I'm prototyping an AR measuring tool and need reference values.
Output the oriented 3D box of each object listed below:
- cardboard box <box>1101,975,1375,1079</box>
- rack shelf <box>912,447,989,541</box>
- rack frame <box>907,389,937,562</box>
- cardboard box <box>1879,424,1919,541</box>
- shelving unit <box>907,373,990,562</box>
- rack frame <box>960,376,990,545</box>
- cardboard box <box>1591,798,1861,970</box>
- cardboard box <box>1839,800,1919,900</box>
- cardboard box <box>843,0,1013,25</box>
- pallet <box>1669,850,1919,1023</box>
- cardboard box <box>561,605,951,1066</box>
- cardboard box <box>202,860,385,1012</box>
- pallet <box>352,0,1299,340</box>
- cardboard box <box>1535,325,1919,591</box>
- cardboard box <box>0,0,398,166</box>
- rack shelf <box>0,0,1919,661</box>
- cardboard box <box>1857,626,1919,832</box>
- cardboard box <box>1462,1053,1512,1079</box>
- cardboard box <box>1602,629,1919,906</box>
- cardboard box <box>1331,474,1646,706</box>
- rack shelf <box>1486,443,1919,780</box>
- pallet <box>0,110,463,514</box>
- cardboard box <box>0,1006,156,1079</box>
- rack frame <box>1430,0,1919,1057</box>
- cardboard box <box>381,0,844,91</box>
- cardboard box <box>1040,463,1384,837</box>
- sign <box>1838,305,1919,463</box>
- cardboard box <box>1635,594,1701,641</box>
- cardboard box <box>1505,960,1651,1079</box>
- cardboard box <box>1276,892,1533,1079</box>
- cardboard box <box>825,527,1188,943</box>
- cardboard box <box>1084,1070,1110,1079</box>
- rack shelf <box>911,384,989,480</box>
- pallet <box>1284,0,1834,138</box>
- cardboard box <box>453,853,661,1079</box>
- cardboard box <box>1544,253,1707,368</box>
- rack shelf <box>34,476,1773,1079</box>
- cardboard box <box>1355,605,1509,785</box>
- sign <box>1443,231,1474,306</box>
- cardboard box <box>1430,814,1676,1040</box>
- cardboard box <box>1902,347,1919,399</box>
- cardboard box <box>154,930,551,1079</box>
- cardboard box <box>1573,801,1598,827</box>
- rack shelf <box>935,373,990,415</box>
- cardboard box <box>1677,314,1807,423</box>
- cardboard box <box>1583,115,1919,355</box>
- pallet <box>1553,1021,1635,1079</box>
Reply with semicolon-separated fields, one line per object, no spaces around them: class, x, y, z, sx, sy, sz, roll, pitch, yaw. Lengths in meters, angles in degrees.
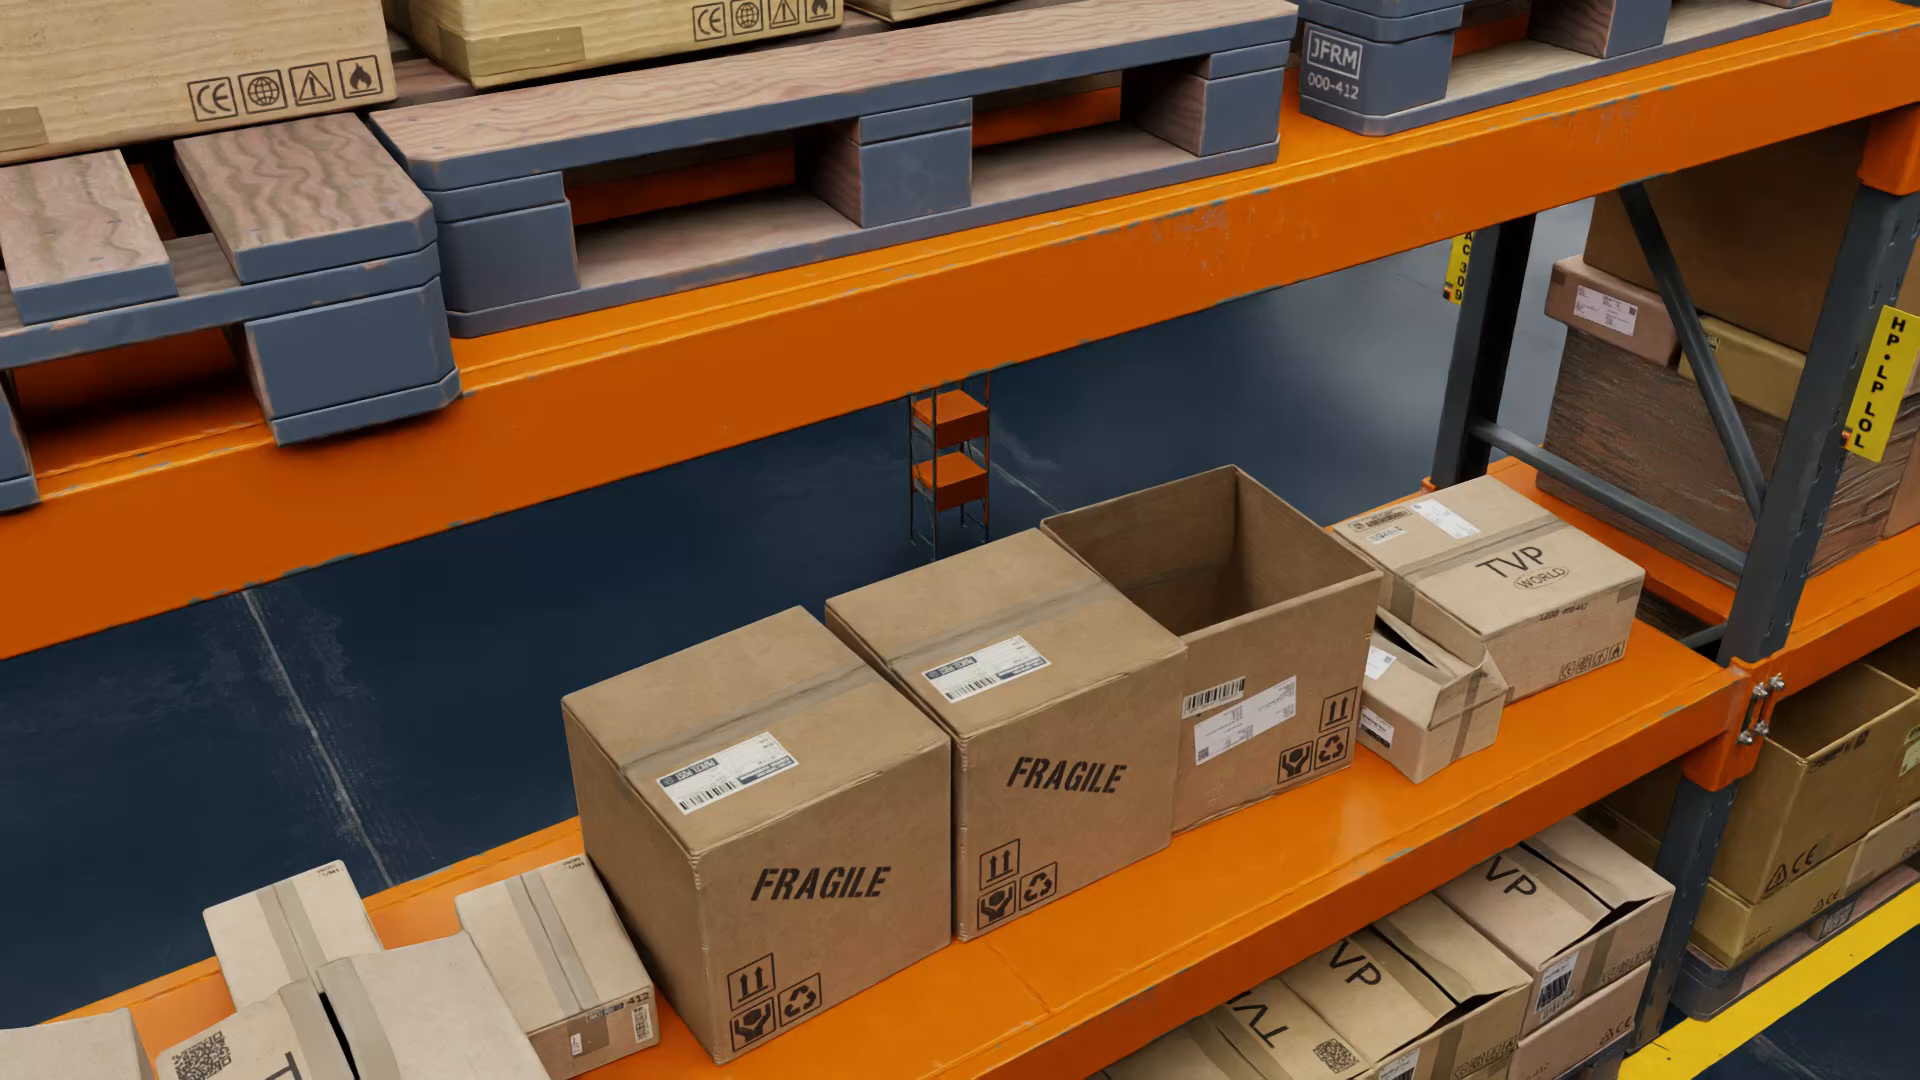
cardboard box;0.560;1.185;3.718;0.500;0.311;0.500;-19;37;-27
rack shelf;-0.045;-0.185;6.599;0.240;0.259;0.215;-19;37;-27
rack frame;-0.148;-0.393;6.389;0.008;1.050;0.200;-19;37;-27
cardboard box;2.409;-0.434;4.533;0.500;0.500;0.700;-19;37;-28
shelving unit;-0.045;-0.429;6.445;0.252;1.050;0.215;-19;37;-27
rack frame;0.058;-0.464;6.501;0.008;1.050;0.200;-19;37;-27
cardboard box;2.153;0.882;4.724;0.500;0.250;0.500;-19;37;-27
cardboard box;2.576;0.740;4.950;0.500;0.250;0.500;-19;37;-27
cardboard box;-0.041;-0.963;2.401;0.500;0.250;0.500;-22;39;-31
pallet;2.290;0.863;5.184;1.213;0.211;1.003;-19;37;-27
cardboard box;-0.361;0.516;3.026;0.500;0.500;0.500;-21;38;-30
cardboard box;-1.156;0.773;2.948;0.250;0.149;0.380;-19;37;-27
pallet;-0.302;-0.699;2.412;1.213;0.211;1.003;-17;36;-25
cardboard box;1.969;-0.279;4.287;0.500;0.500;0.700;-20;37;-28
cardboard box;-0.981;-0.648;1.901;0.500;0.250;0.500;-18;36;-26
rack shelf;-0.082;-0.492;2.581;4.000;0.370;1.077;-19;37;-27
cardboard box;2.575;0.421;4.752;0.500;0.500;0.500;-19;37;-27
cardboard box;0.982;1.275;4.100;0.500;0.250;0.500;-20;37;-28
cardboard box;2.159;0.569;4.517;0.500;0.500;0.500;-19;37;-27
cardboard box;1.209;0.120;3.889;0.500;0.250;0.500;-17;36;-24
rack shelf;3.280;-0.379;5.214;4.000;0.370;1.077;-19;37;-27
pallet;-1.241;-0.374;1.897;1.003;0.211;1.213;-17;36;-25
cardboard box;-1.433;1.003;2.432;0.500;0.311;0.500;-17;36;-24
rack frame;1.599;-0.105;4.106;0.127;3.000;1.000;-19;37;-27
cardboard box;-0.494;-0.808;2.155;0.500;0.250;0.500;-20;37;-28
cardboard box;0.502;0.219;3.497;0.500;0.500;0.500;-16;36;-24
sign;1.902;-0.321;3.436;0.005;0.325;0.100;-19;37;-27
cardboard box;2.297;0.191;5.116;0.500;0.500;0.500;-19;37;-27
cardboard box;1.408;1.130;4.331;0.500;0.250;0.500;-19;37;-28
cardboard box;0.980;1.042;3.945;0.500;0.311;0.500;-18;36;-26
cardboard box;0.081;0.364;3.268;0.500;0.500;0.500;-19;37;-27
cardboard box;0.135;1.328;3.491;0.500;0.311;0.500;-19;37;-28
rack shelf;-0.045;-0.420;6.451;0.240;0.259;0.215;-19;37;-27
pallet;0.865;-1.032;2.943;1.217;0.209;0.805;-21;38;-29
cardboard box;-0.721;0.763;2.964;0.250;0.149;0.380;-16;36;-24
cardboard box;1.712;-0.597;4.183;0.250;0.149;0.380;-19;37;-27
rack shelf;-0.082;0.777;3.381;4.000;0.370;1.077;-19;37;-27
cardboard box;0.960;0.288;3.608;0.258;0.266;0.396;-20;37;-28
sign;1.297;-0.753;4.247;0.005;0.325;0.100;-19;37;-27
cardboard box;1.414;0.888;4.188;0.500;0.311;0.500;-19;37;-27
cardboard box;2.141;-0.485;4.006;0.250;0.149;0.380;-18;37;-27
cardboard box;-0.906;0.917;2.568;0.500;0.311;0.500;-19;37;-28
cardboard box;1.871;0.648;5.095;0.500;0.250;0.500;-19;37;-27
rack shelf;-0.045;-0.660;6.300;0.240;0.259;0.215;-19;37;-27
cardboard box;1.930;-0.413;3.891;0.250;0.149;0.380;-19;37;-27
cardboard box;1.969;-0.827;3.941;0.500;0.500;0.700;-19;37;-27
pallet;1.001;1.304;4.484;1.213;0.211;1.003;-19;37;-27
